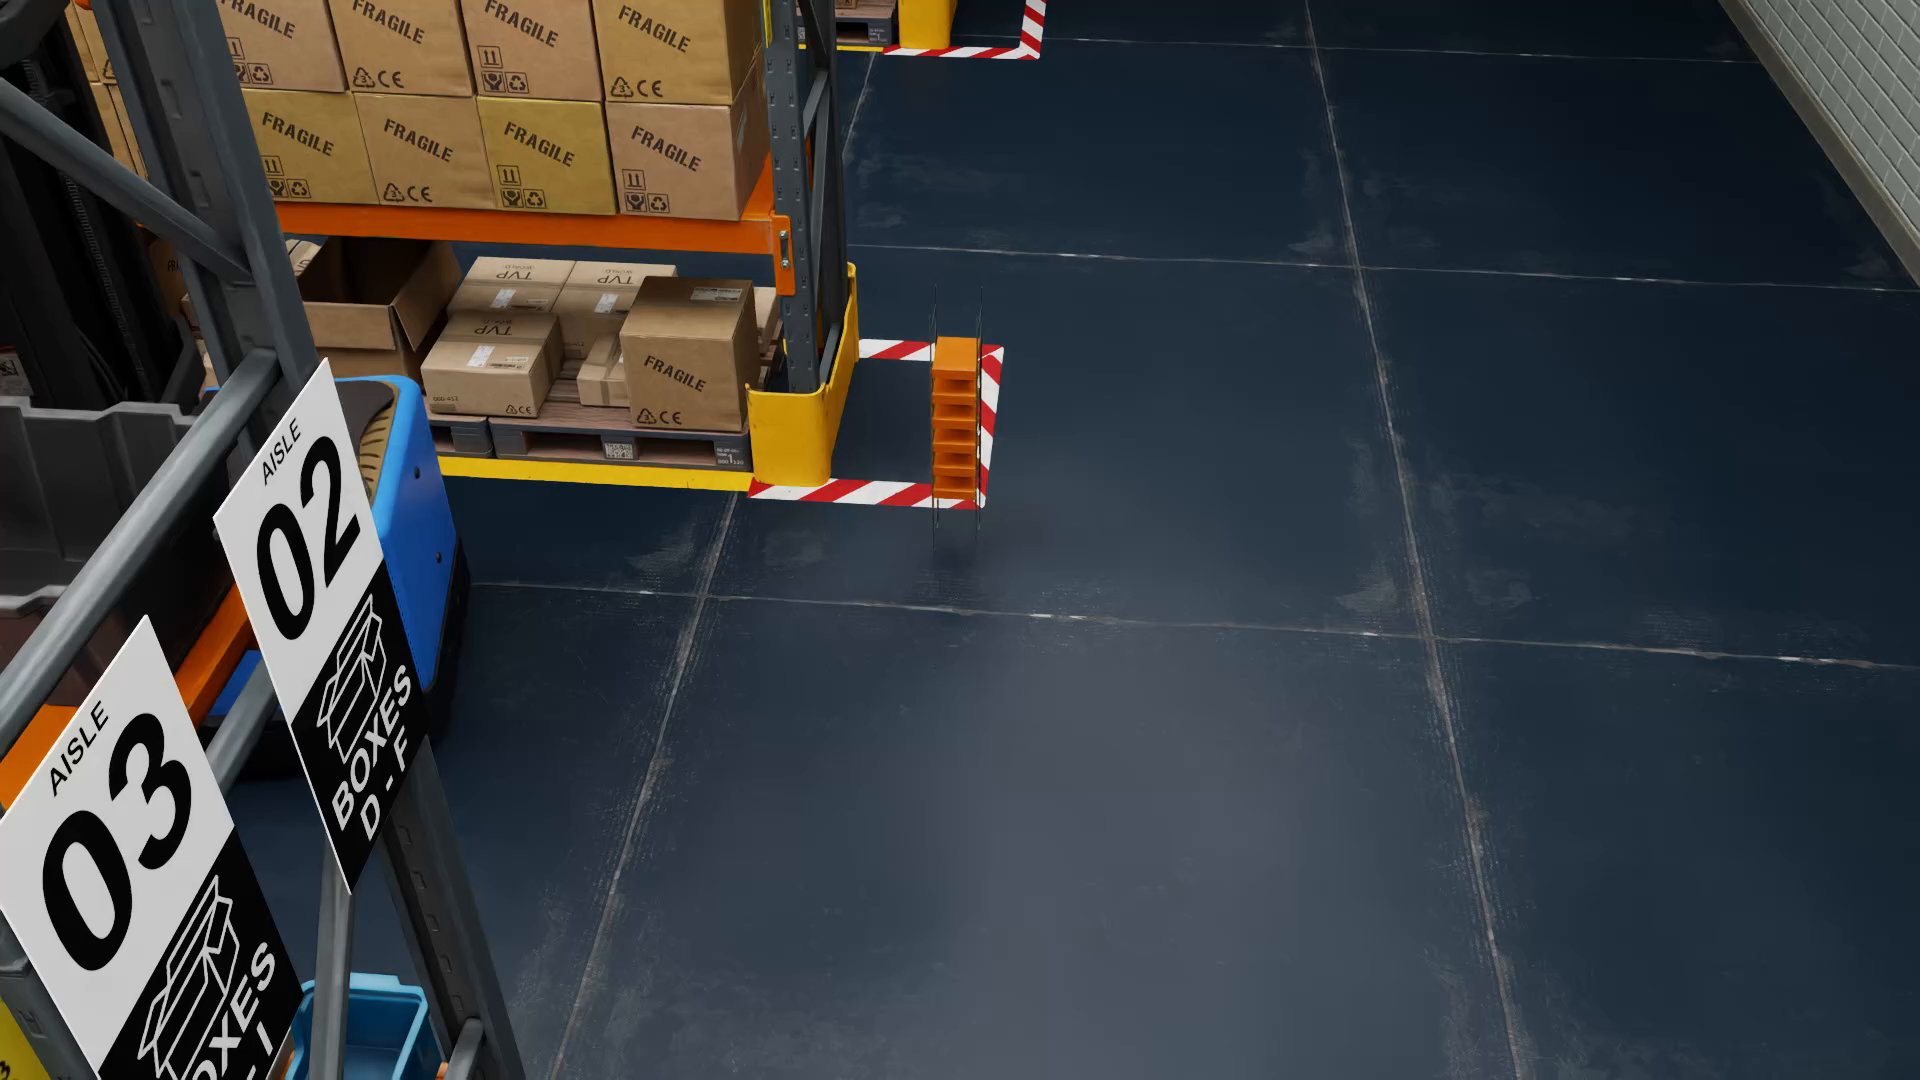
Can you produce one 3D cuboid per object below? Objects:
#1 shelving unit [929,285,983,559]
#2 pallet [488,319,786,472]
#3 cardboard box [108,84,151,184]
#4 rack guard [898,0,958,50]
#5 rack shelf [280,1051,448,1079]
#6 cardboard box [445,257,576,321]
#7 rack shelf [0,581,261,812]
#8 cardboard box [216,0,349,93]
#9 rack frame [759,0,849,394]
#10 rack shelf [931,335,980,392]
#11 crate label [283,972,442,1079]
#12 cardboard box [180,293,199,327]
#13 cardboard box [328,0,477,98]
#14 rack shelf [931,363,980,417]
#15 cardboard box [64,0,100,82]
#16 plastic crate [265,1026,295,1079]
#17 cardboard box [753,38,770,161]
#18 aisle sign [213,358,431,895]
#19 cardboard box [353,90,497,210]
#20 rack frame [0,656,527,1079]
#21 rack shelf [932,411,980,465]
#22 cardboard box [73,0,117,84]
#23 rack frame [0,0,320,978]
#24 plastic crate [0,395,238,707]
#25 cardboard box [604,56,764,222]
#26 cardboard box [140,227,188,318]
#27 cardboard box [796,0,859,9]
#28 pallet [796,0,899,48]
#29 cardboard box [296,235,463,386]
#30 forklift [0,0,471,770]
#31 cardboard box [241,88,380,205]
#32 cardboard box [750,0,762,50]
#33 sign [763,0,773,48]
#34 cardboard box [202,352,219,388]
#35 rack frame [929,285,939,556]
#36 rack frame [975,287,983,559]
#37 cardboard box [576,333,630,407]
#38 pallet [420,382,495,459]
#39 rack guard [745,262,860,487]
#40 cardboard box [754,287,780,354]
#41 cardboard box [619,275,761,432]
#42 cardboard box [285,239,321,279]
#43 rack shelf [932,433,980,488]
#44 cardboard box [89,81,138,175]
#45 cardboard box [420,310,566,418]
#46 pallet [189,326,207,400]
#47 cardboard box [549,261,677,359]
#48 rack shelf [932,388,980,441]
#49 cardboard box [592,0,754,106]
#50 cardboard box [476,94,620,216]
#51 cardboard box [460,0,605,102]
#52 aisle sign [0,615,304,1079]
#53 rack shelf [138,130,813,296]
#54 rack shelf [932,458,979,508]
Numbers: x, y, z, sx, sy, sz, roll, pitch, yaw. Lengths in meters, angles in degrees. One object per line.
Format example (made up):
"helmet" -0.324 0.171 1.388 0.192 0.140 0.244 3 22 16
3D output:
"shelving unit" -0.014 -0.466 6.872 0.189 1.200 0.258 3 39 4
"pallet" -1.518 -0.738 7.989 1.213 0.211 1.003 3 39 4
"cardboard box" -3.141 -1.775 6.976 0.500 0.500 0.500 3 39 4
"rack guard" -0.201 -3.917 11.666 0.348 0.500 1.175 3 39 4
"rack shelf" -3.072 1.513 3.585 4.000 0.370 1.077 3 39 4
"cardboard box" -2.162 -1.139 8.103 0.500 0.250 0.500 3 39 4
"rack shelf" -3.072 0.350 2.638 4.000 0.370 1.077 3 39 4
"cardboard box" -2.648 -2.130 6.620 0.500 0.500 0.500 4 39 5
"rack frame" -0.648 -1.772 7.051 0.127 3.000 1.000 3 39 4
"rack shelf" -0.014 -0.711 6.673 0.180 0.103 0.258 3 39 4
"crate label" -1.297 1.164 3.529 0.303 0.233 0.416 3 39 4
"cardboard box" -3.663 -1.220 8.282 0.250 0.149 0.380 3 39 4
"cardboard box" -2.136 -2.102 6.585 0.500 0.500 0.500 4 39 5
"rack shelf" -0.014 -0.618 6.749 0.180 0.103 0.258 3 39 4
"cardboard box" -3.674 -2.186 6.688 0.500 0.500 0.500 2 39 2
"plastic crate" -1.609 1.132 3.645 0.298 0.136 0.250 3 39 4
"cardboard box" -1.068 -2.001 7.253 0.500 0.500 0.500 4 39 5
"aisle sign" -0.982 0.152 2.628 0.004 0.787 0.394 3 39 4
"cardboard box" -2.132 -1.721 6.909 0.500 0.500 0.500 3 39 4
"rack frame" -1.079 1.343 3.224 0.127 3.000 1.000 3 39 4
"rack shelf" -0.014 -0.432 6.900 0.180 0.103 0.258 3 39 4
"cardboard box" -3.162 -2.158 6.654 0.500 0.500 0.500 2 39 3
"rack frame" -1.079 -0.984 1.330 0.127 3.000 1.000 3 39 4
"plastic crate" -1.439 0.034 2.560 0.590 0.269 0.497 3 39 4
"cardboard box" -1.118 -1.664 6.839 0.500 0.500 0.500 4 39 5
"cardboard box" -4.041 -1.339 8.150 0.500 0.500 0.500 3 39 4
"cardboard box" -0.931 -4.057 11.505 0.500 0.500 0.700 3 39 4
"pallet" -1.028 -3.801 11.752 1.213 0.211 1.003 3 39 4
"cardboard box" -2.761 -1.093 7.846 0.637 0.503 0.797 3 39 4
"forklift" -3.486 -0.524 5.572 3.031 2.935 1.130 -5 39 -6
"cardboard box" -2.634 -1.748 6.943 0.500 0.500 0.500 3 39 3
"cardboard box" -1.068 -2.389 6.937 0.500 0.500 0.500 4 39 5
"sign" -0.716 -1.996 6.158 0.005 0.325 0.100 3 39 4
"cardboard box" -3.371 -0.862 7.829 0.250 0.166 0.380 3 39 4
"rack frame" -0.106 -0.471 6.878 0.006 1.200 0.240 3 39 4
"rack frame" 0.077 -0.461 6.866 0.006 1.200 0.240 3 39 4
"cardboard box" -1.607 -0.797 7.749 0.250 0.166 0.380 3 39 4
"pallet" -2.731 -0.806 8.073 1.213 0.211 1.003 3 39 4
"rack guard" -0.724 -0.807 7.845 0.348 0.500 1.175 3 39 4
"cardboard box" -1.036 -1.076 8.106 0.250 0.149 0.380 3 39 4
"cardboard box" -1.211 -0.848 7.547 0.500 0.500 0.500 3 39 4
"cardboard box" -3.294 -1.224 8.160 0.500 0.311 0.500 3 39 4
"rack shelf" -0.014 -0.339 6.976 0.180 0.103 0.258 3 39 4
"cardboard box" -3.639 -1.804 7.011 0.500 0.500 0.500 4 39 5
"cardboard box" -2.155 -0.822 7.713 0.500 0.250 0.500 3 39 4
"pallet" -3.949 -0.870 8.152 1.213 0.211 1.003 3 39 4
"cardboard box" -1.664 -1.112 8.069 0.500 0.250 0.500 3 39 4
"rack shelf" -0.014 -0.525 6.824 0.180 0.103 0.258 3 39 4
"cardboard box" -1.116 -2.050 6.521 0.500 0.500 0.500 3 39 3
"cardboard box" -1.635 -1.690 6.871 0.500 0.500 0.500 3 39 4
"cardboard box" -1.619 -2.077 6.554 0.500 0.500 0.500 4 39 5
"aisle sign" -1.033 0.523 2.172 0.004 0.787 0.394 3 39 4
"rack shelf" -2.641 -1.602 7.412 4.000 0.370 1.077 3 39 4
"rack shelf" -0.014 -0.246 7.052 0.180 0.103 0.258 3 39 4
